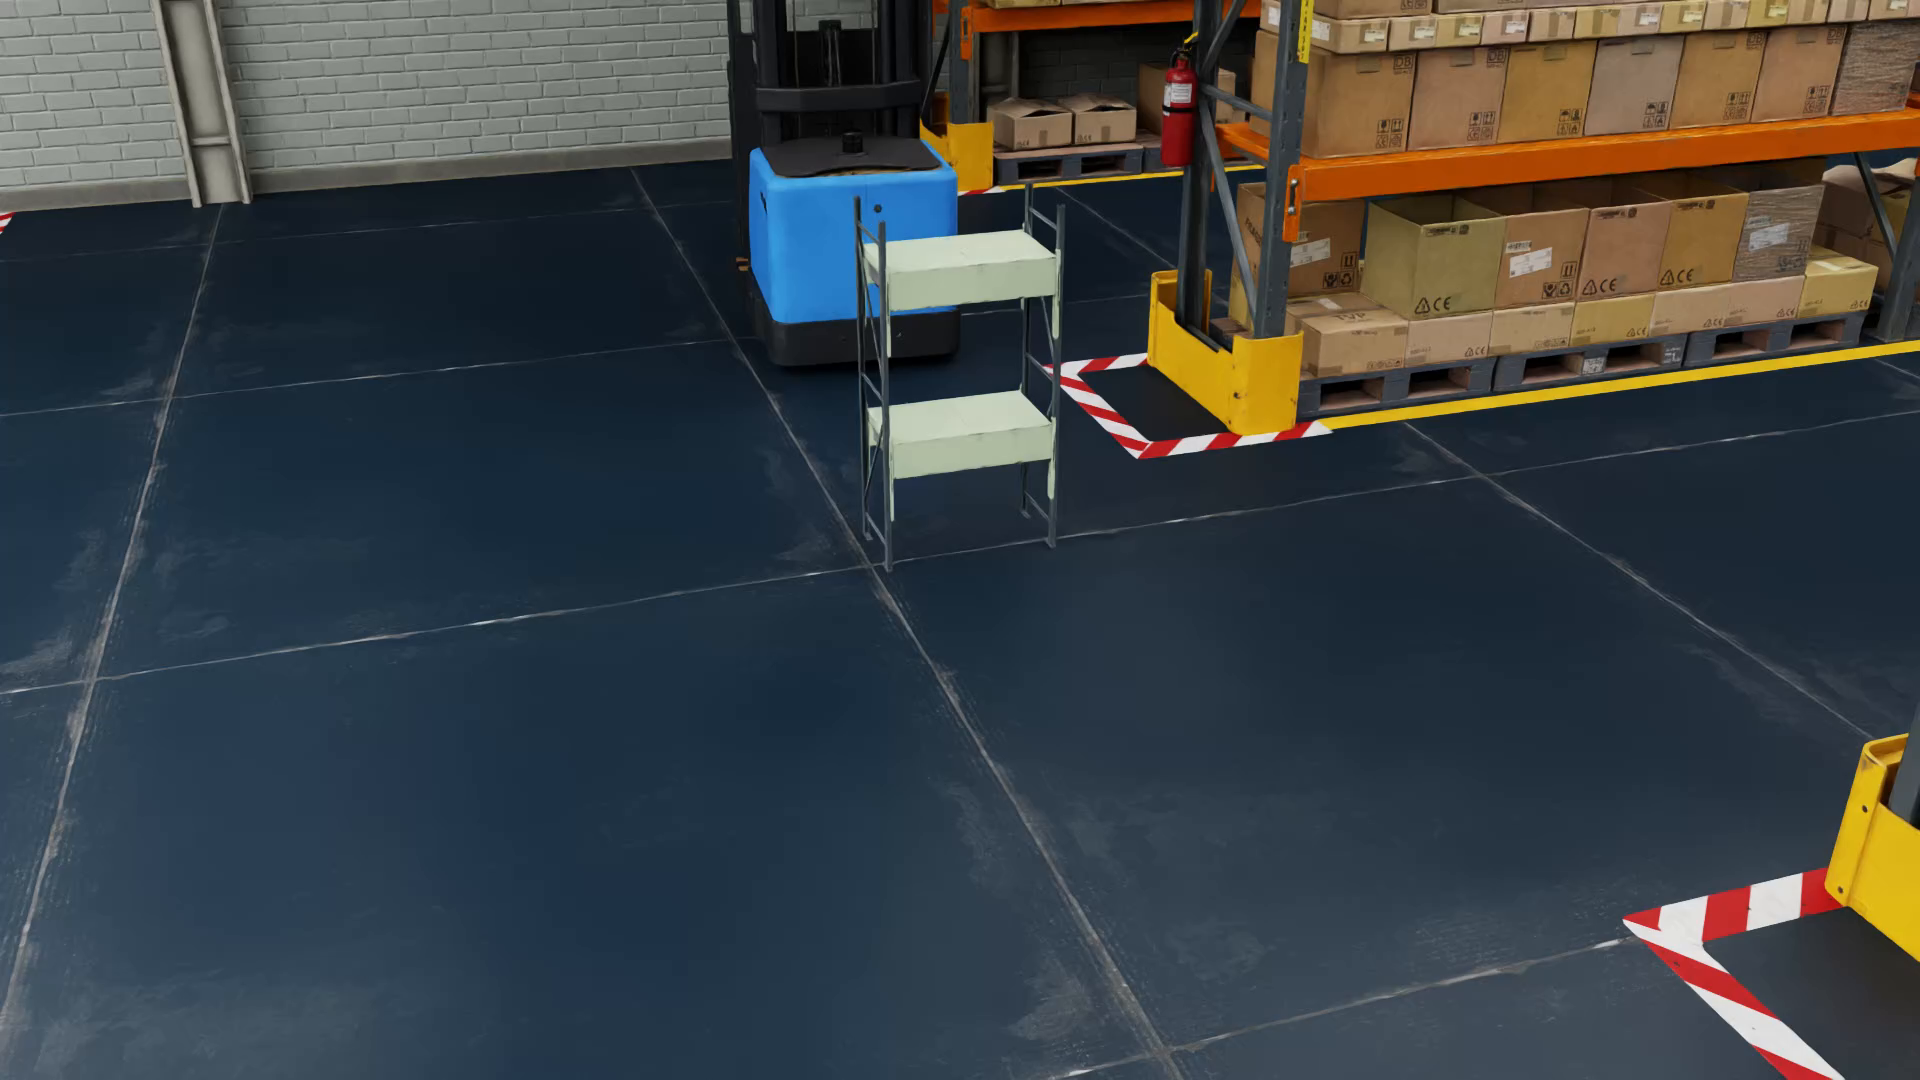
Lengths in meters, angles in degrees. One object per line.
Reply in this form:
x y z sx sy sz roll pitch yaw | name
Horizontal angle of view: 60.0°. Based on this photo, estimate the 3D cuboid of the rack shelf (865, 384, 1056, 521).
-0.006 -0.379 7.060 0.720 0.370 0.431 -8 28 -16 | rack shelf

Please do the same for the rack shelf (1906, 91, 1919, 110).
7.095 -2.635 9.992 4.000 0.370 1.077 -8 28 -16 | rack shelf

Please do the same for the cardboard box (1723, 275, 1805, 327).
4.342 -1.417 9.351 0.500 0.250 0.500 -8 28 -16 | cardboard box

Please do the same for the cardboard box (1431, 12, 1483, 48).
2.318 -2.500 8.071 0.250 0.149 0.380 -8 28 -16 | cardboard box

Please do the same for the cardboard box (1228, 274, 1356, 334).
1.809 -1.286 9.087 0.500 0.250 0.500 -8 28 -16 | cardboard box

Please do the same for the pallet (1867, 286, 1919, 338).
5.882 -1.550 10.135 1.213 0.211 1.003 -8 28 -16 | pallet

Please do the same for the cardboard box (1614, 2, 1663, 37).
3.292 -2.640 8.353 0.250 0.149 0.380 -8 27 -16 | cardboard box

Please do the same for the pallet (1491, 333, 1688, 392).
3.262 -1.171 9.371 1.213 0.211 1.003 -8 28 -16 | pallet

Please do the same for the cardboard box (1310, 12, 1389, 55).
1.830 -2.429 7.927 0.250 0.149 0.380 -8 28 -16 | cardboard box

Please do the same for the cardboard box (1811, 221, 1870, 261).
5.498 -1.818 10.158 0.500 0.250 0.500 -9 28 -17 | cardboard box

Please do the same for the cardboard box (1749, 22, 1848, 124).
4.274 -2.587 8.975 0.500 0.500 0.700 -9 28 -17 | cardboard box

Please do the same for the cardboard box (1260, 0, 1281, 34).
1.694 -2.599 8.270 0.250 0.149 0.380 -9 28 -17 | cardboard box

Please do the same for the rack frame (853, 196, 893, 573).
-0.354 -0.620 6.813 0.023 1.500 0.400 -8 28 -16 | rack frame

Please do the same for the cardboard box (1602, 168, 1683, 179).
3.705 -1.905 9.490 0.500 0.500 0.500 -8 28 -16 | cardboard box

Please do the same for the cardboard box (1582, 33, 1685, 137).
3.309 -2.449 8.696 0.500 0.500 0.700 -7 27 -15 | cardboard box

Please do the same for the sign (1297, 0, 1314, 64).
1.556 -2.318 7.484 0.005 0.325 0.100 -8 28 -16 | sign

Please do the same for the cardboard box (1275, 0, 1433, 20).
1.888 -2.823 7.991 0.500 0.500 0.700 -8 28 -16 | cardboard box

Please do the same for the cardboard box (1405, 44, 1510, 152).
2.336 -2.309 8.414 0.500 0.500 0.700 -8 27 -15 | cardboard box

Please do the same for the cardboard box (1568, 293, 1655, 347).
3.396 -1.273 9.060 0.500 0.250 0.500 -8 28 -16 | cardboard box

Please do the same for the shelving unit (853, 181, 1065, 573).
-0.006 -0.671 6.915 0.755 1.500 0.431 -8 28 -16 | shelving unit

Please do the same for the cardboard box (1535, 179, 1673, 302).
3.396 -1.608 8.893 0.500 0.500 0.500 -8 28 -16 | cardboard box

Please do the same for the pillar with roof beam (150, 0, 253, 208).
-4.122 -4.727 6.652 0.400 9.000 9.100 -8 28 -16 | pillar with roof beam

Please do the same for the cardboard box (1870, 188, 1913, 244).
5.664 -1.841 9.574 0.500 0.311 0.500 -8 28 -16 | cardboard box

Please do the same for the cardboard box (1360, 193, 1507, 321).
2.444 -1.472 8.619 0.500 0.500 0.500 -8 28 -16 | cardboard box

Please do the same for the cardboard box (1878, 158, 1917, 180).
5.983 -2.140 10.177 0.500 0.311 0.500 -7 27 -15 | cardboard box

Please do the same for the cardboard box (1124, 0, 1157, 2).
1.390 -4.244 12.572 0.500 0.250 0.500 -9 28 -17 | cardboard box

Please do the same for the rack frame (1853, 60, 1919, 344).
5.194 -2.681 9.278 0.127 3.000 1.000 -8 28 -16 | rack frame

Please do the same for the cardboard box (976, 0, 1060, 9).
0.415 -4.099 12.280 0.500 0.250 0.500 -9 28 -18 | cardboard box

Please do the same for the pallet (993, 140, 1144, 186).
0.708 -3.083 13.222 1.213 0.211 1.003 -8 28 -16 | pallet

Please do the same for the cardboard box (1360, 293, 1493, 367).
2.443 -1.137 8.787 0.500 0.250 0.500 -8 28 -16 | cardboard box

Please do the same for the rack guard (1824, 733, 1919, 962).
2.978 1.054 4.566 0.348 0.500 1.175 -8 28 -16 | rack guard

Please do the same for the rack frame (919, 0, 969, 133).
-0.147 -4.224 12.386 0.127 3.000 1.000 -8 28 -16 | rack frame

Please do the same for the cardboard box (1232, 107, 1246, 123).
2.129 -3.484 13.605 0.250 0.149 0.380 -11 28 -20 | cardboard box

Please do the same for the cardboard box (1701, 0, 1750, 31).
3.793 -2.714 8.502 0.250 0.149 0.380 -7 27 -15 | cardboard box

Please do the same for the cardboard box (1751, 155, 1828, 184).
4.656 -2.042 9.767 0.500 0.500 0.500 -8 28 -16 | cardboard box

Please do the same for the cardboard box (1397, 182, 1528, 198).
2.754 -1.767 9.212 0.500 0.500 0.500 -8 28 -16 | cardboard box

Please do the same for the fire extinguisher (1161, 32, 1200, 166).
1.134 -2.276 8.548 0.183 0.674 0.296 -8 28 -16 | fire extinguisher

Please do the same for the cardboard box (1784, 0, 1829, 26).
4.268 -2.782 8.638 0.250 0.149 0.380 -8 28 -16 | cardboard box

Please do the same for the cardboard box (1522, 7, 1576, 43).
2.811 -2.572 8.215 0.250 0.149 0.380 -9 28 -18 | cardboard box

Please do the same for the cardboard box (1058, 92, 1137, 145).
1.080 -3.353 13.160 0.500 0.311 0.500 -6 27 -12 | cardboard box

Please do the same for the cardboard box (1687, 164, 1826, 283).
4.341 -1.754 9.185 0.500 0.500 0.500 -8 28 -16 | cardboard box

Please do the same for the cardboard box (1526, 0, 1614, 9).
2.866 -2.967 8.282 0.500 0.500 0.700 -8 28 -16 | cardboard box

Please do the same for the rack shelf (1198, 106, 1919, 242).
3.292 -2.084 8.883 4.000 0.370 1.077 -8 28 -16 | rack shelf

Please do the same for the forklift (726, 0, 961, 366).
-0.833 -2.884 9.763 1.130 2.935 3.031 -6 27 -12 | forklift

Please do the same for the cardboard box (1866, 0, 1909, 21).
4.766 -2.855 8.786 0.250 0.149 0.380 -9 28 -17 | cardboard box
